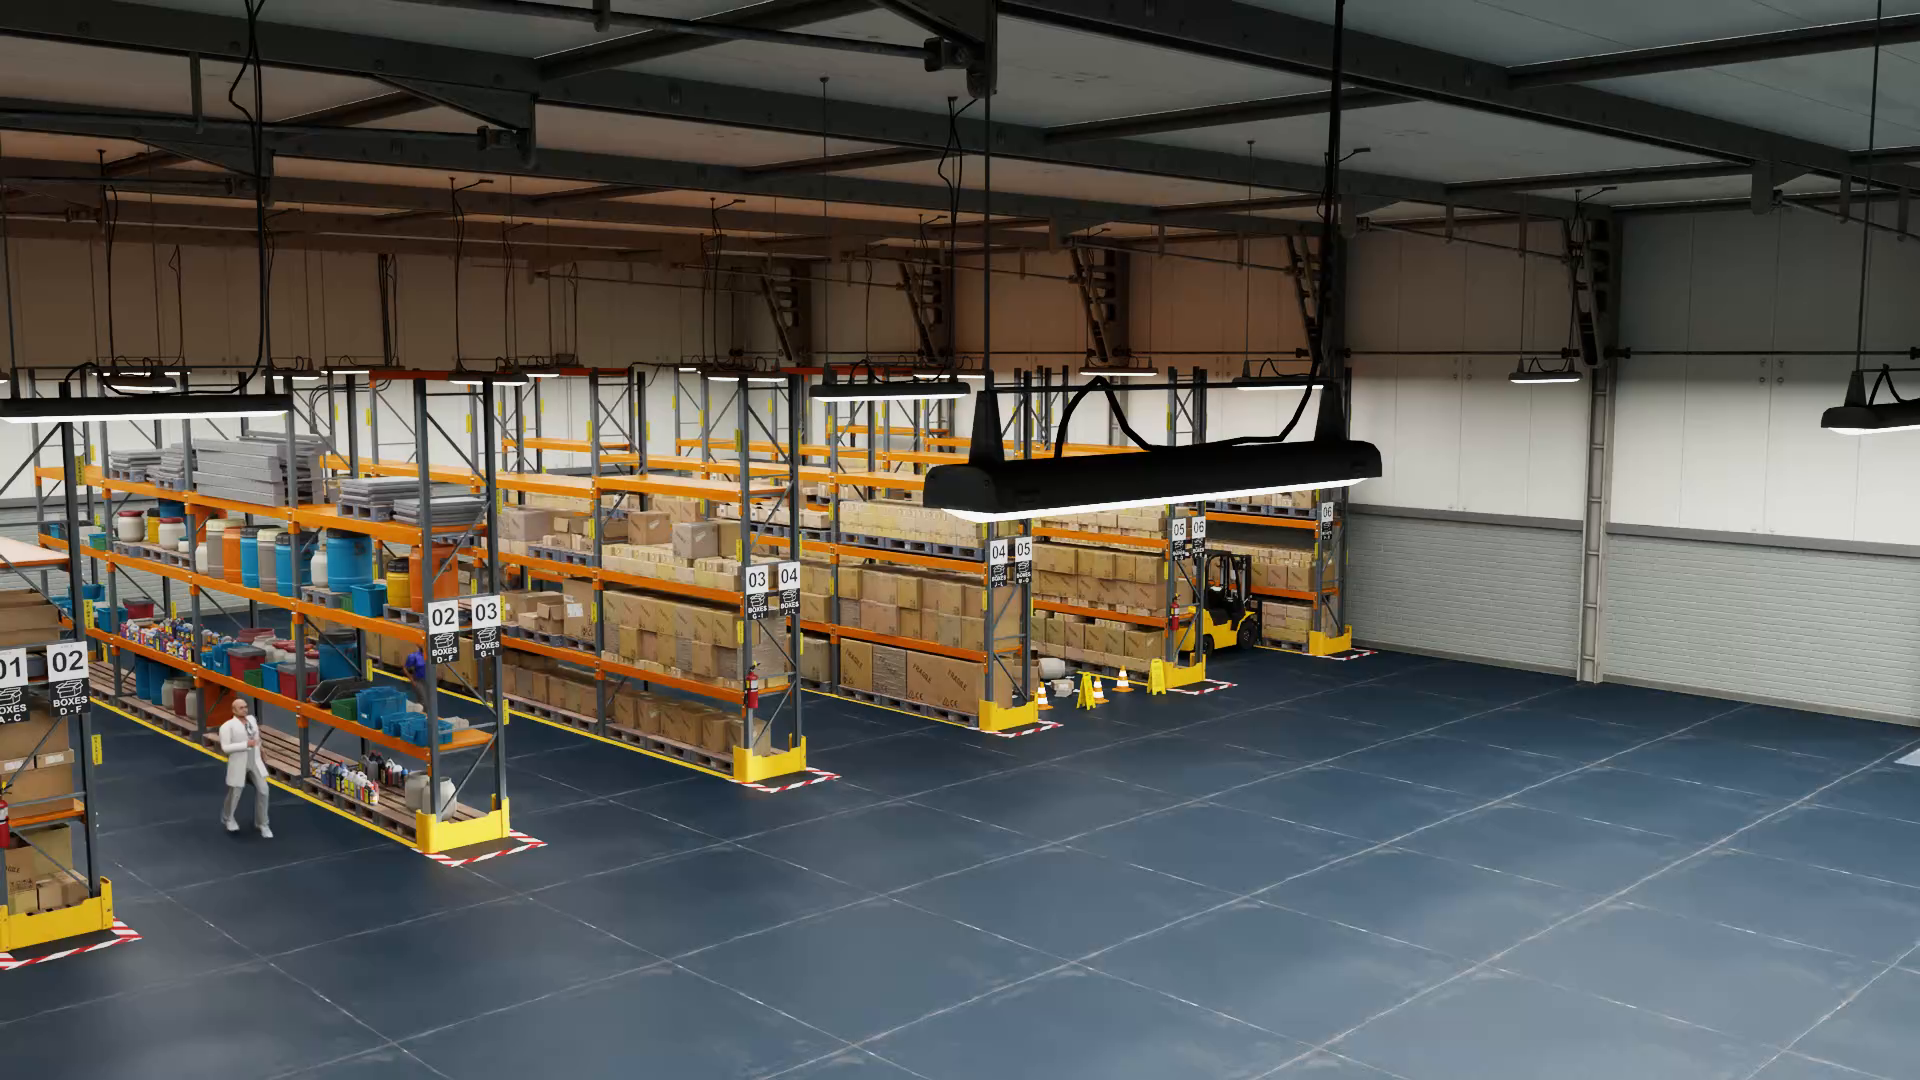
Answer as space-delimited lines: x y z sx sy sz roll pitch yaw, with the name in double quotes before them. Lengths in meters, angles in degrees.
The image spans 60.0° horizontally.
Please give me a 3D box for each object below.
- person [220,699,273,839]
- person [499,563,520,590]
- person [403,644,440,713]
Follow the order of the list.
"person" -9.401 2.989 21.799 0.866 1.846 0.677 4 8 34
"person" -10.855 0.933 40.548 0.711 1.679 0.923 4 8 33
"person" -8.900 2.416 27.661 0.571 1.623 0.566 5 8 39
